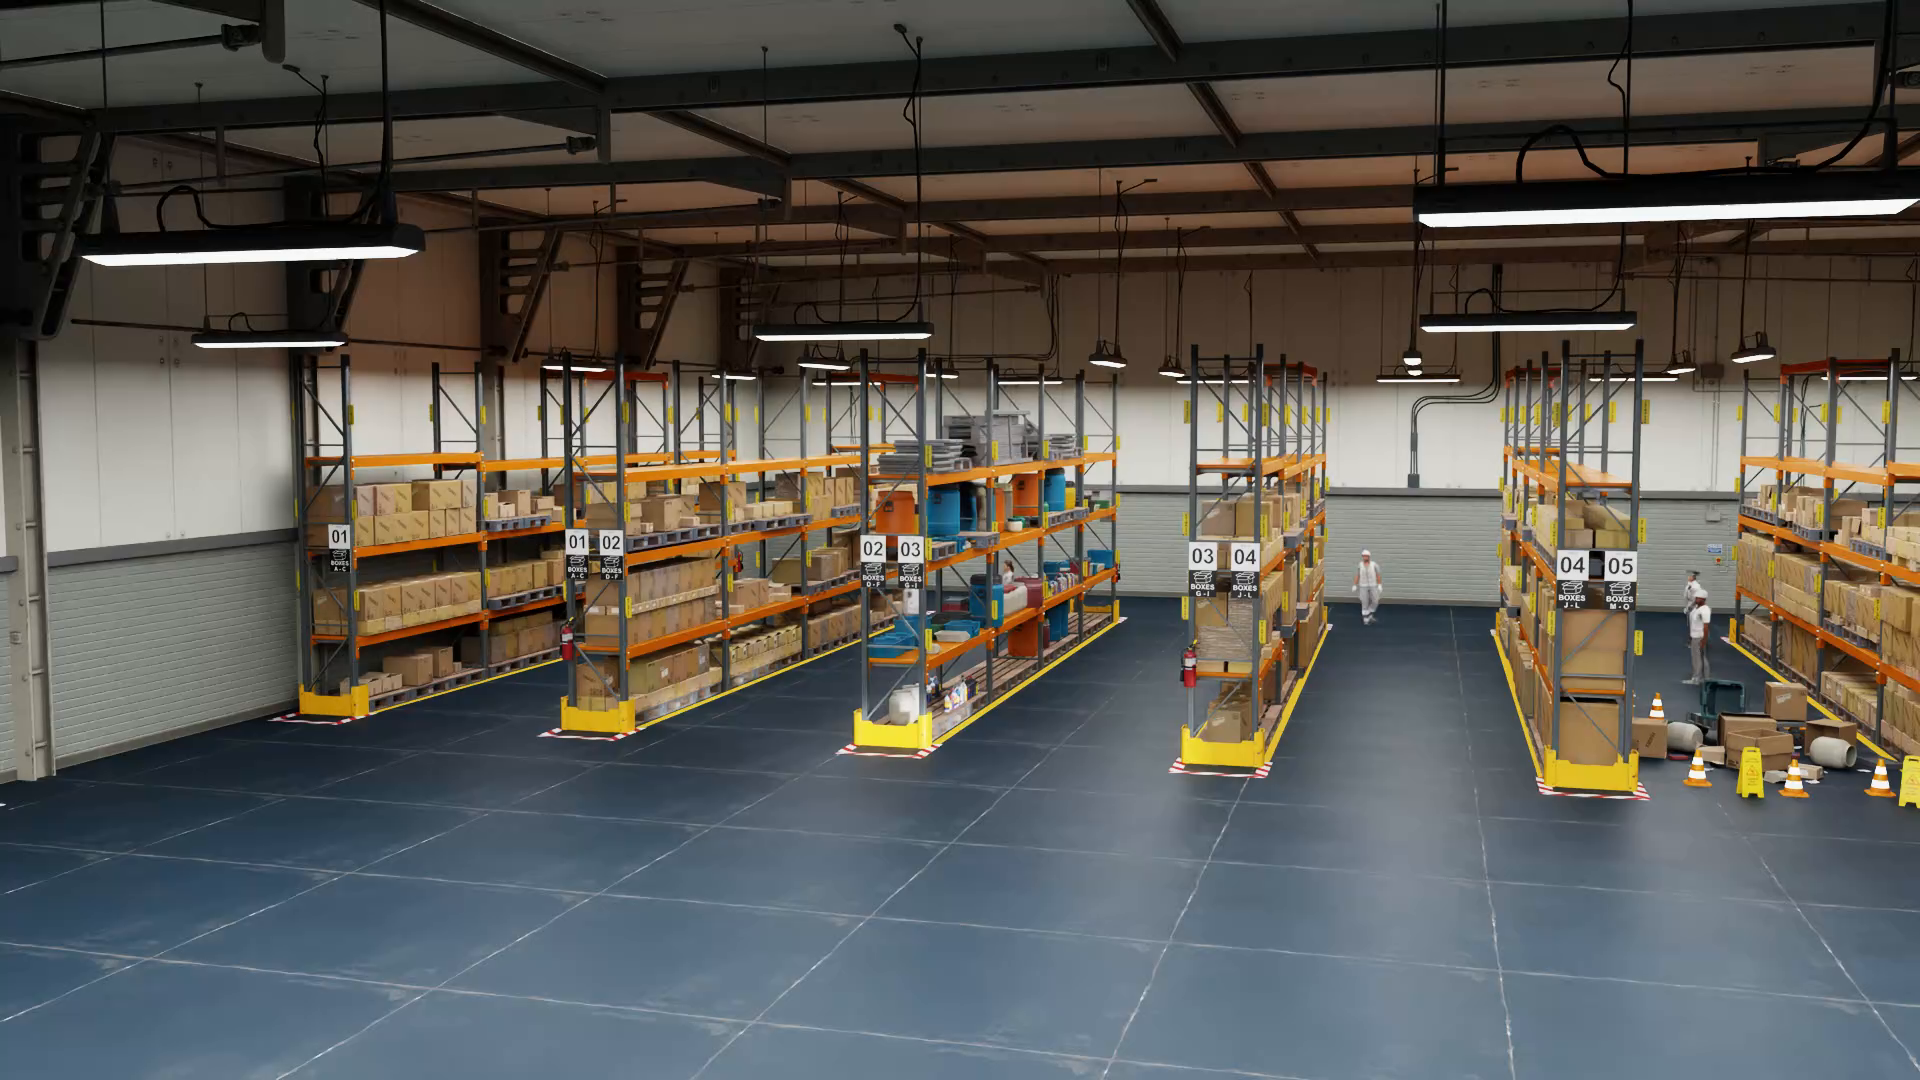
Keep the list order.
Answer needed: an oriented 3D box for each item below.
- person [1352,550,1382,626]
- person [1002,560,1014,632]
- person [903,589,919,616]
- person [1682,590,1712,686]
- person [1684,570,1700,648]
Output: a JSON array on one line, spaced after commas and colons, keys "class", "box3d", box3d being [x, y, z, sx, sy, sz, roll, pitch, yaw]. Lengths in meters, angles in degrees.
[{"class": "person", "box3d": [9.717, 1.135, 39.717, 0.680, 1.796, 0.462, 0, 4, 3]}, {"class": "person", "box3d": [1.047, 1.306, 38.361, 0.426, 1.701, 0.519, -1, 4, -12]}, {"class": "person", "box3d": [-0.894, 1.536, 34.513, 0.522, 1.796, 0.573, 3, 5, 31]}, {"class": "person", "box3d": [13.738, 1.809, 30.940, 0.459, 1.772, 0.597, 3, 5, 32]}, {"class": "person", "box3d": [15.803, 1.478, 35.866, 0.362, 1.686, 0.520, 1, 4, 17]}]
